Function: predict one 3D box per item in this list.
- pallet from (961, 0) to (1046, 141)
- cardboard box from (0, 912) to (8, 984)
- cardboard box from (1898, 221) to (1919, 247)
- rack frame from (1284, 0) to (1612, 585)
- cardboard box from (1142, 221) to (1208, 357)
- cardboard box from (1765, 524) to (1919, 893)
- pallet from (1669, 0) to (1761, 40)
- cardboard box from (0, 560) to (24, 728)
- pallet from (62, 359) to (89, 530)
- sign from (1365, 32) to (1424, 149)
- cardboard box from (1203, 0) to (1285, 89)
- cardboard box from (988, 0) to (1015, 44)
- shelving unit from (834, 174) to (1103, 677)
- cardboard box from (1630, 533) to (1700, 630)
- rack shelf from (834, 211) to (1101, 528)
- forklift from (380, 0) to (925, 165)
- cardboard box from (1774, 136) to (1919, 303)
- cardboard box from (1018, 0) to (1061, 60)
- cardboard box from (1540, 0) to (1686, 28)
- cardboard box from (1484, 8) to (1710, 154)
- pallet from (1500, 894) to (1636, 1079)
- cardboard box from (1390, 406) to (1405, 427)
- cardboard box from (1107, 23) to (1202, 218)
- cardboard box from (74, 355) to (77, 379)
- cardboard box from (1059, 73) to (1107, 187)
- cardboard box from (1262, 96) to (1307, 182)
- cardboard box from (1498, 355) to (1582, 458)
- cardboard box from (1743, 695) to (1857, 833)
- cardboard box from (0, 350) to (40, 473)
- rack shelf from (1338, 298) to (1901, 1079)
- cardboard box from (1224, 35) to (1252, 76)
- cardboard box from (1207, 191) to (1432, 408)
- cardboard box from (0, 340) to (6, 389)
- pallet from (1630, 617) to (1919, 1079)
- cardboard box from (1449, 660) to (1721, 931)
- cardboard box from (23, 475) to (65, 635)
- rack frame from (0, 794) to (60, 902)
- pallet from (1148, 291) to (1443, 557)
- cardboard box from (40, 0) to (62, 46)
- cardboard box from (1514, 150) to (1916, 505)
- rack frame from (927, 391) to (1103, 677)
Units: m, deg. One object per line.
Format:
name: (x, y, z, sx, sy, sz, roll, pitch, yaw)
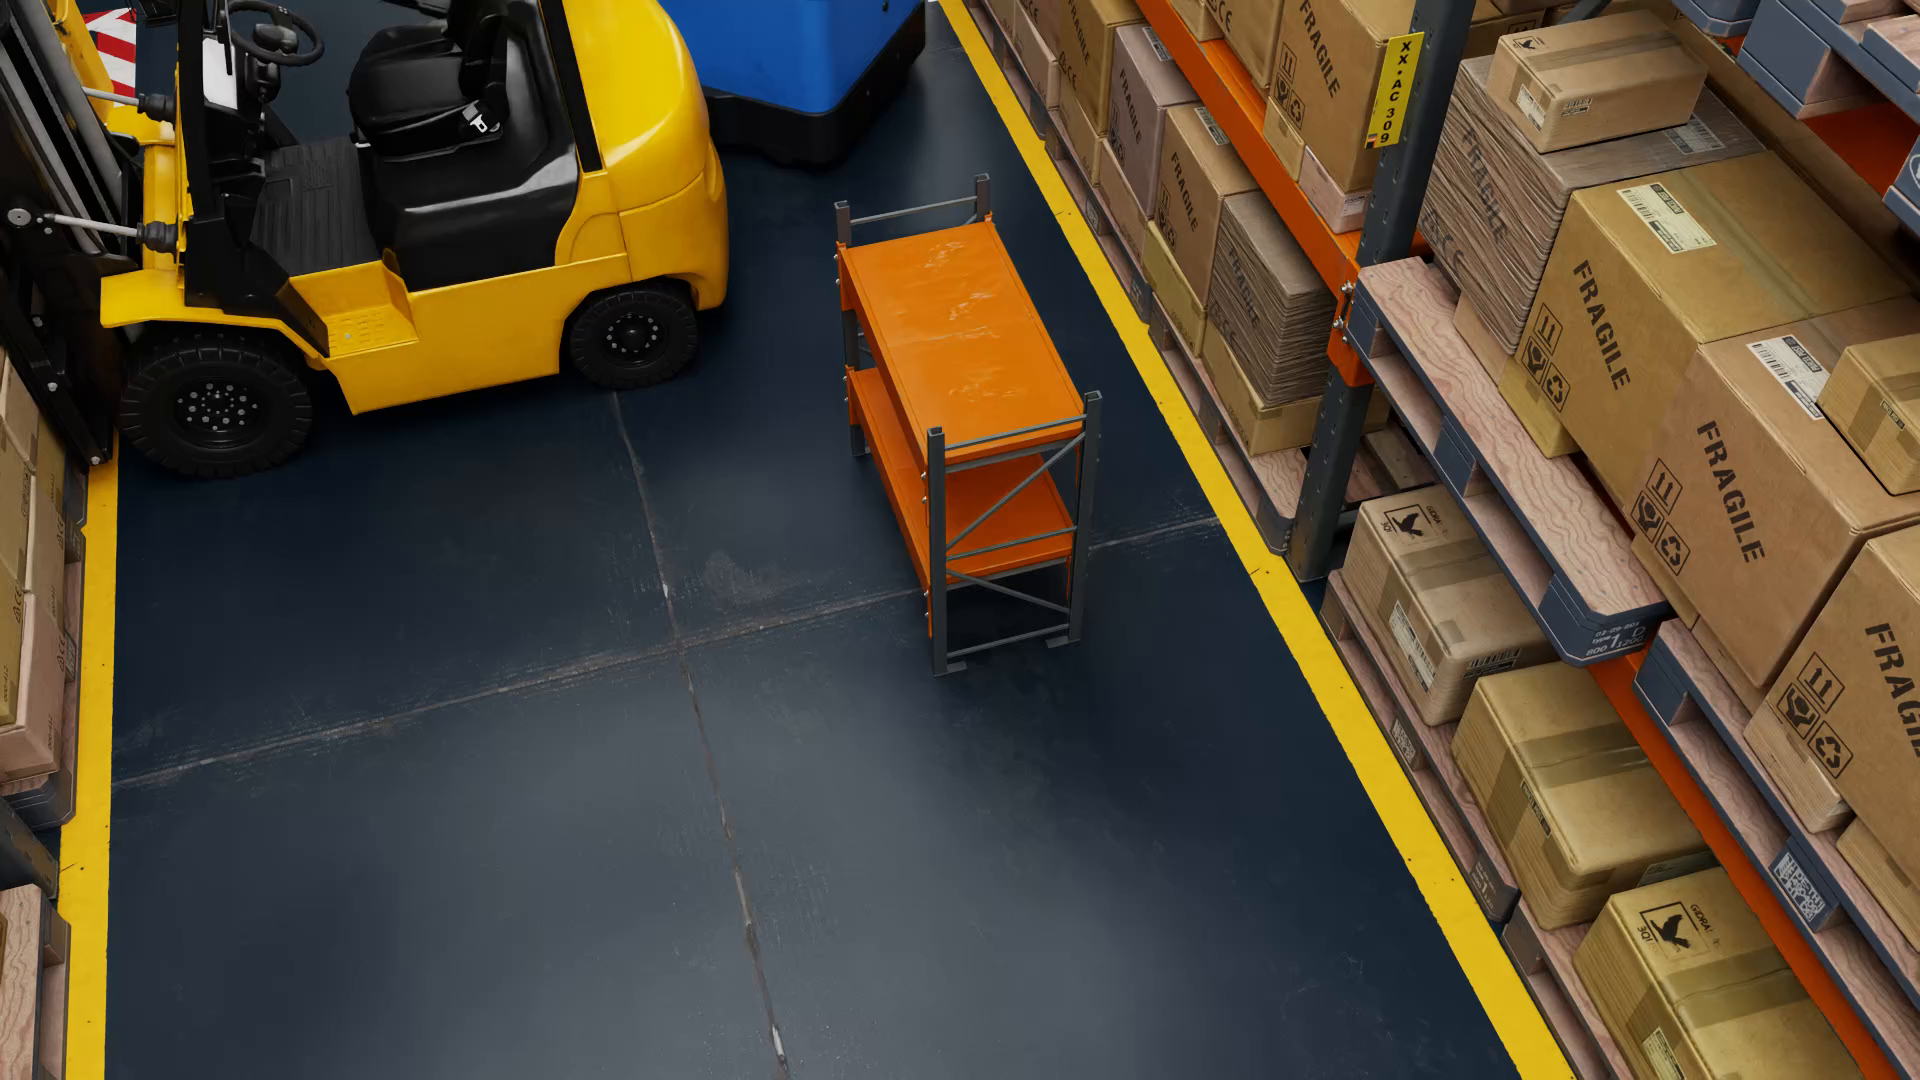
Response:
pallet: (0.653, -2.338, 7.583, 1.003, 0.211, 1.213, -13, 51, -11)
cardboard box: (-2.969, 1.161, 4.088, 0.875, 0.625, 0.625, -11, 51, -9)
cardboard box: (2.175, -0.658, 3.384, 0.380, 0.149, 0.250, -15, 51, -12)
rack frame: (1.607, -0.972, 4.608, 1.000, 3.000, 0.127, -13, 51, -11)
cardboard box: (1.008, -0.979, 6.137, 0.500, 0.250, 0.500, -15, 51, -12)
cardboard box: (1.915, 0.274, 3.022, 0.500, 0.500, 0.500, -15, 52, -12)
pallet: (1.687, -1.404, 3.132, 1.213, 0.211, 1.003, -13, 51, -11)
cardboard box: (-2.982, 0.319, 4.716, 0.500, 0.250, 0.500, -14, 51, -11)
pallet: (-3.694, -0.431, 5.976, 1.003, 0.211, 1.213, -13, 51, -11)
sign: (1.090, -1.123, 4.169, 0.100, 0.325, 0.005, -13, 51, -11)
cardboard box: (1.079, -1.743, 4.998, 0.500, 0.500, 0.500, -12, 51, -10)
cardboard box: (0.398, -2.491, 7.412, 0.500, 0.250, 0.500, -14, 51, -11)
shelving unit: (0.002, -0.358, 5.316, 0.538, 1.125, 1.048, -13, 51, -11)
cardboard box: (1.727, 0.020, 3.661, 0.380, 0.149, 0.250, -13, 51, -10)
rack shelf: (0.002, -0.546, 5.092, 0.538, 0.278, 1.000, -13, 51, -11)
forklift: (-1.723, -3.282, 6.600, 3.031, 2.935, 1.130, 18, 52, 15)
cardboard box: (2.110, -0.588, 3.749, 0.500, 0.500, 0.500, -13, 51, -11)
cardboard box: (0.564, -2.335, 6.790, 0.500, 0.500, 0.500, -15, 52, -12)
cardboard box: (1.743, -1.485, 4.780, 0.500, 0.500, 0.500, -13, 51, -11)
cardboard box: (1.408, -1.021, 3.690, 0.380, 0.149, 0.250, -14, 51, -11)
pallet: (2.203, 1.387, 4.442, 1.003, 0.211, 1.213, -13, 51, -11)
cardboard box: (1.690, -0.713, 5.913, 0.500, 0.250, 0.500, -15, 52, -13)
cardboard box: (0.871, -1.578, 6.152, 0.500, 0.500, 0.500, -11, 51, -9)
cardboard box: (-3.424, -0.639, 5.851, 0.500, 0.250, 0.500, -12, 51, -10)
cardboard box: (0.715, -1.721, 6.763, 0.500, 0.250, 0.500, -10, 51, -9)
cardboard box: (1.140, -1.238, 4.996, 0.380, 0.149, 0.250, -12, 51, -10)
cardboard box: (1.534, -0.367, 3.987, 0.380, 0.149, 0.250, -12, 51, -10)
cardboard box: (1.827, 0.407, 3.335, 0.380, 0.149, 0.250, -12, 51, -10)
cardboard box: (-3.271, -0.418, 5.337, 0.500, 0.250, 0.500, -14, 51, -11)
rack shelf: (2.198, 0.720, 3.651, 1.077, 0.370, 4.000, -13, 51, -11)
cardboard box: (1.077, -1.631, 5.327, 0.380, 0.149, 0.250, -14, 51, -11)
cardboard box: (1.175, -0.834, 5.525, 0.500, 0.500, 0.500, -14, 51, -11)
cardboard box: (-3.277, -0.579, 5.146, 0.500, 0.250, 0.500, -12, 51, -10)
pallet: (2.165, 0.575, 3.429, 1.003, 0.211, 1.213, -13, 51, -11)
cardboard box: (1.980, 0.646, 4.687, 0.950, 0.372, 0.625, -10, 51, -9)
cardboard box: (-3.126, 0.108, 5.221, 0.500, 0.250, 0.500, -14, 51, -12)
rack frame: (-3.134, 0.153, 3.659, 1.000, 3.000, 0.127, -13, 51, -11)
pallet: (1.374, -0.556, 6.081, 1.003, 0.211, 1.213, -13, 51, -11)
cardboard box: (-3.874, -1.894, 6.582, 0.500, 0.250, 0.500, -14, 51, -11)
cardboard box: (1.620, -0.463, 3.644, 0.500, 0.500, 0.500, -13, 51, -11)
rack frame: (0.152, 0.014, 5.003, 0.500, 1.125, 0.032, -13, 51, -11)
